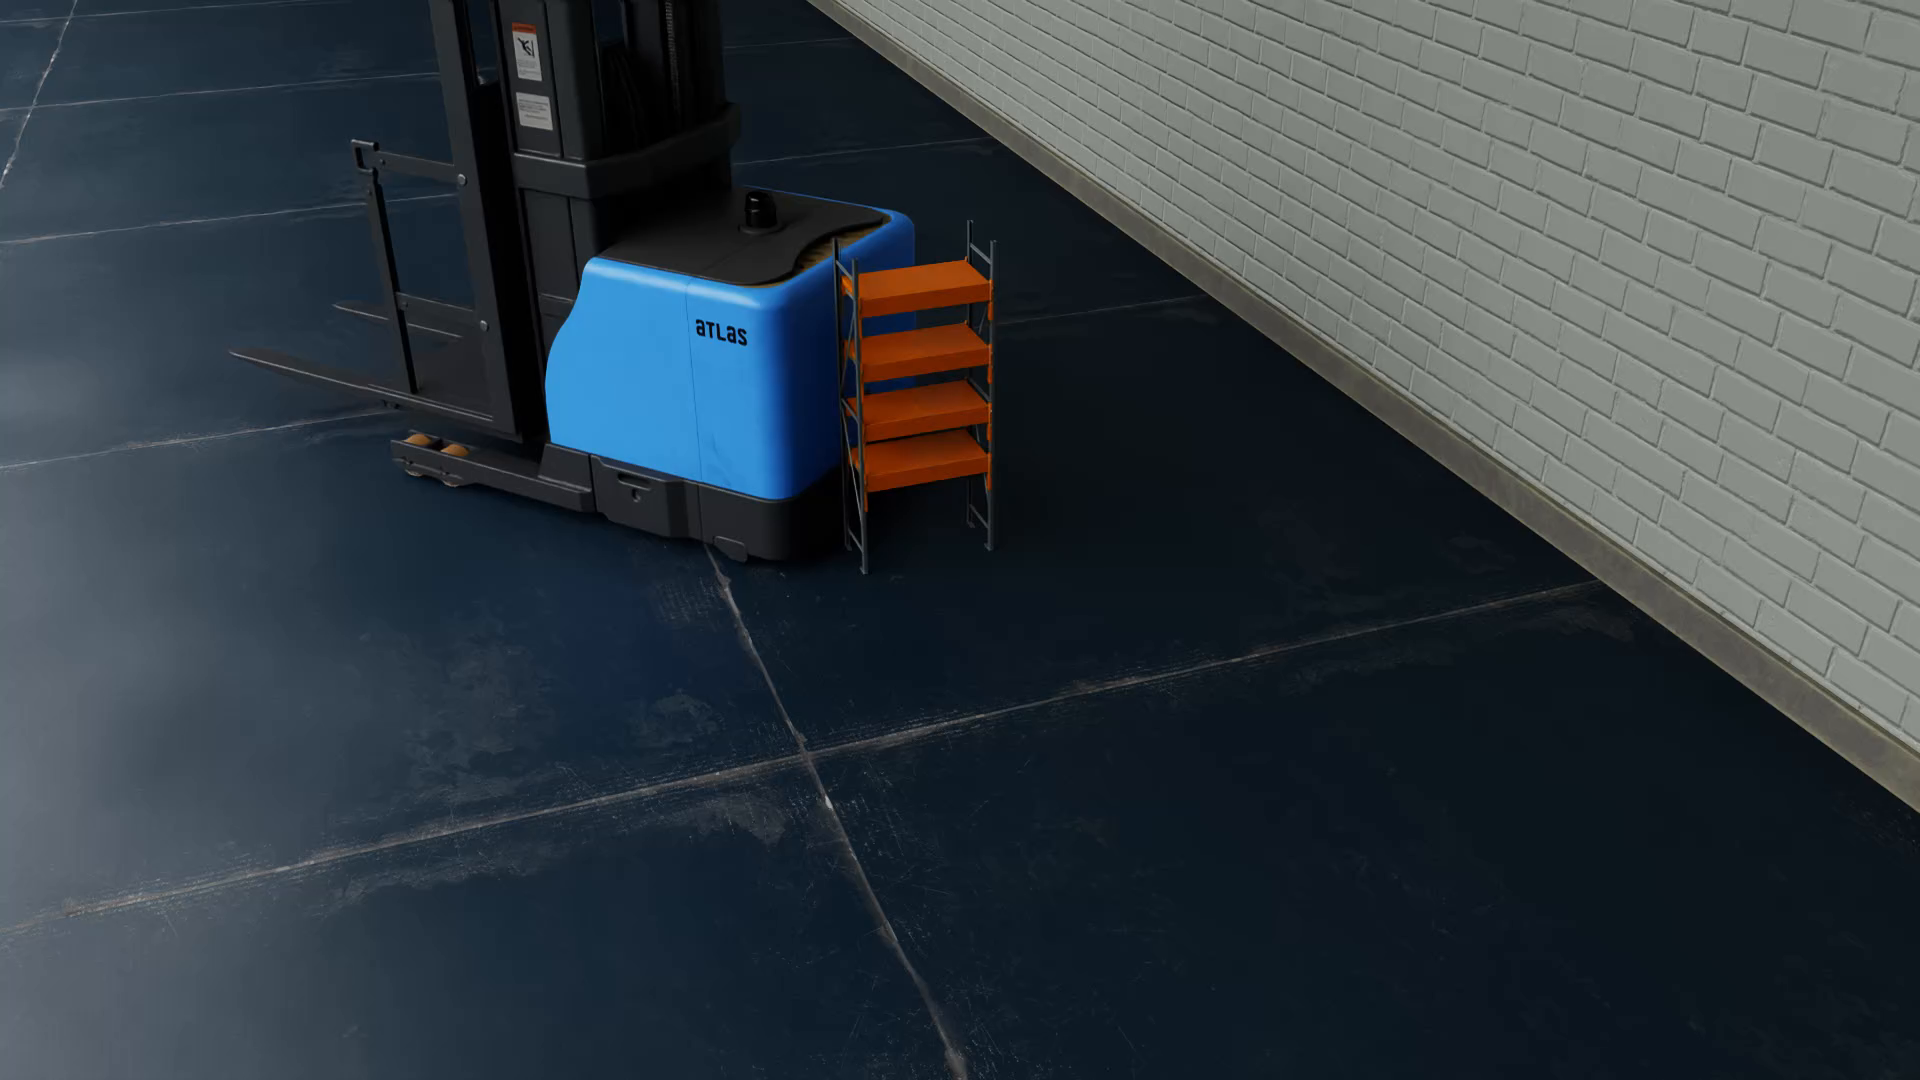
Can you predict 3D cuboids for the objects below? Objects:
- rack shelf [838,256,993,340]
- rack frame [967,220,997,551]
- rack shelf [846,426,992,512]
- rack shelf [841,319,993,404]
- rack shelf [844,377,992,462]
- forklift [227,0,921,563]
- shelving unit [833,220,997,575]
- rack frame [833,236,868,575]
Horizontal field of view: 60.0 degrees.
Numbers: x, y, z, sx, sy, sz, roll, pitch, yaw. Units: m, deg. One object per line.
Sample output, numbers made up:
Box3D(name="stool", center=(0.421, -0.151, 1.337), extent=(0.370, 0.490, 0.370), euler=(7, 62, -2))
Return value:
Box3D(name="rack shelf", center=(-0.154, -0.834, 5.708), extent=(0.480, 0.148, 0.258), euler=(-11, 31, -18))
Box3D(name="rack frame", center=(0.074, -0.535, 5.977), extent=(0.015, 1.200, 0.240), euler=(-11, 31, -18))
Box3D(name="rack shelf", center=(-0.154, -0.262, 6.034), extent=(0.480, 0.148, 0.258), euler=(-11, 31, -18))
Box3D(name="rack shelf", center=(-0.154, -0.628, 5.825), extent=(0.480, 0.148, 0.258), euler=(-11, 31, -18))
Box3D(name="rack shelf", center=(-0.154, -0.434, 5.936), extent=(0.480, 0.148, 0.258), euler=(-11, 31, -18))
Box3D(name="forklift", center=(-1.701, -1.698, 6.270), extent=(3.031, 2.935, 1.130), euler=(15, 33, 24))
Box3D(name="shelving unit", center=(-0.154, -0.493, 5.902), extent=(0.503, 1.200, 0.258), euler=(-11, 31, -18))
Box3D(name="rack frame", center=(-0.382, -0.450, 5.828), extent=(0.015, 1.200, 0.240), euler=(-11, 31, -18))
